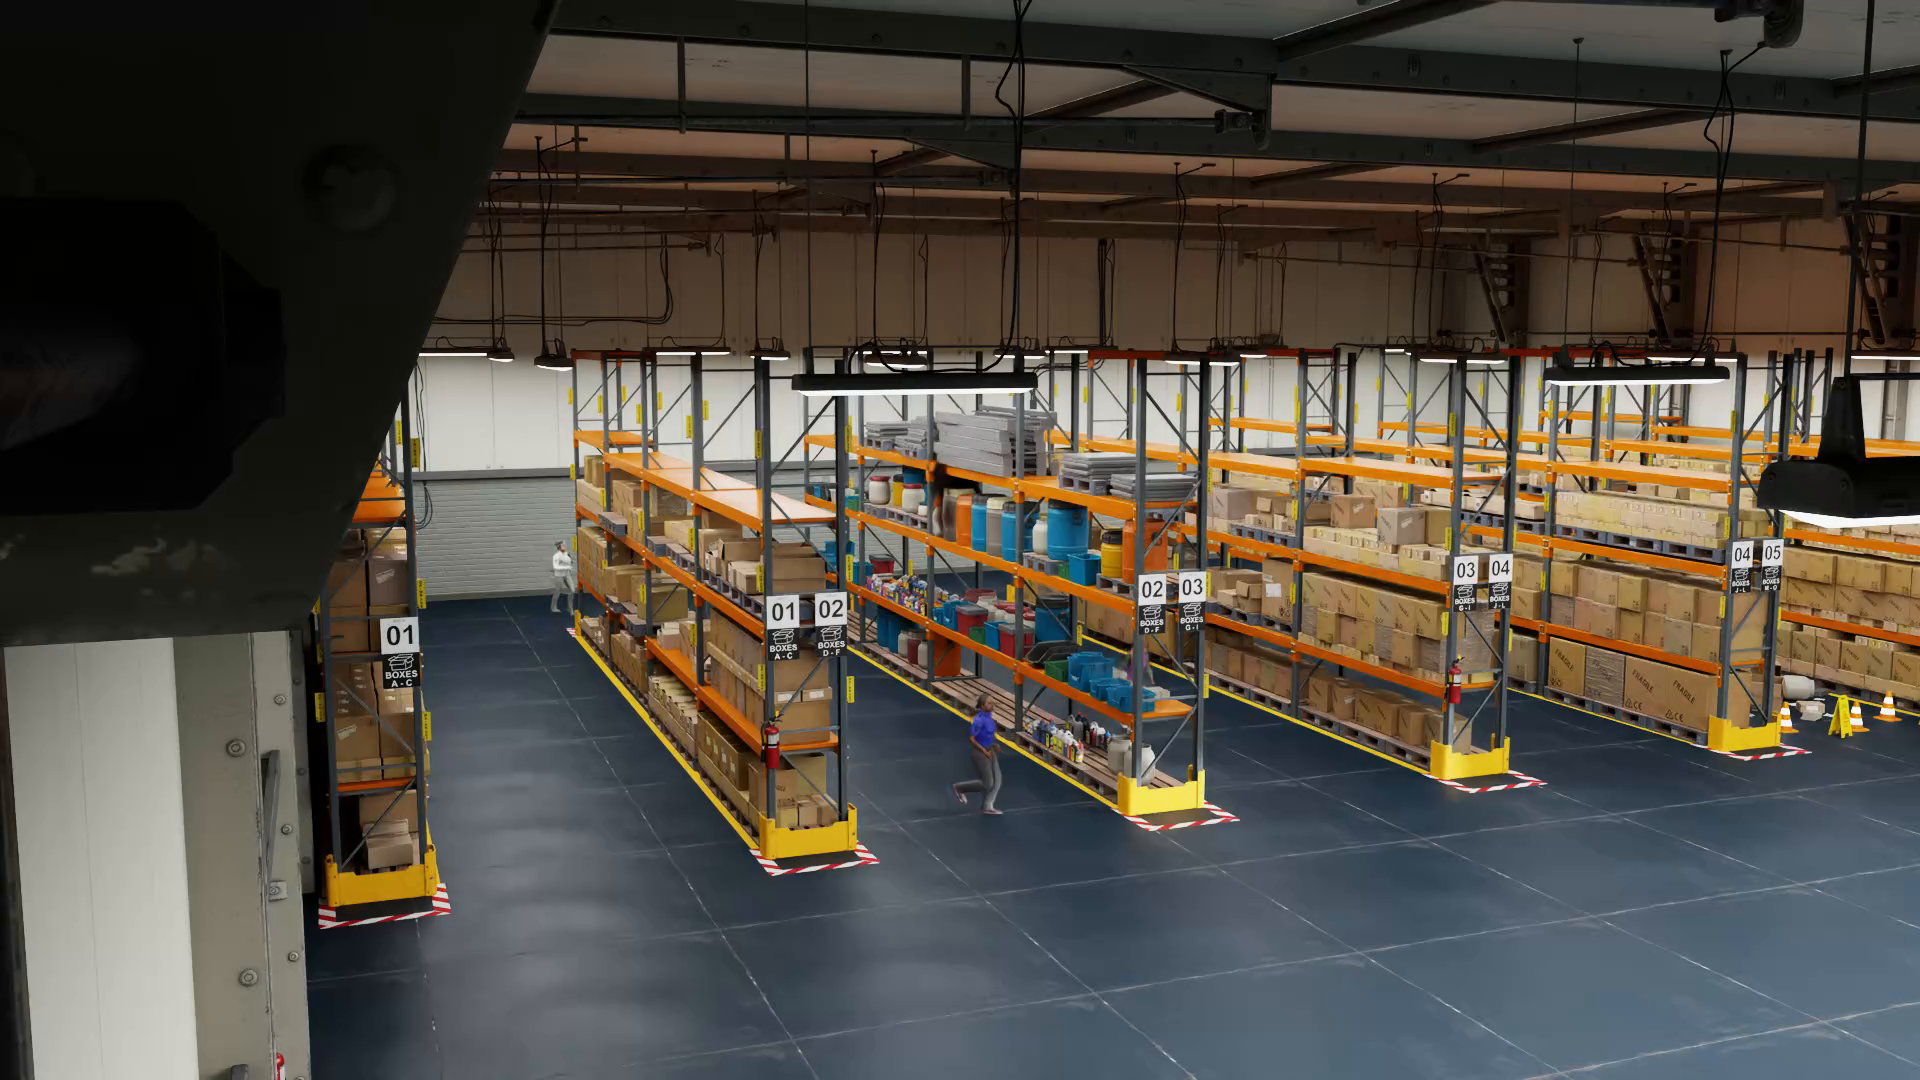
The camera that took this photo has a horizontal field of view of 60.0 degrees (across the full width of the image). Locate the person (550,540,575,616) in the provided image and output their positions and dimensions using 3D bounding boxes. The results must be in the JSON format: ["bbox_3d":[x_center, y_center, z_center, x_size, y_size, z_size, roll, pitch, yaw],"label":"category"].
[{"bbox_3d":[-8.947,0.849,37.354,0.726,1.742,0.608,4,8,31],"label":"person"}]

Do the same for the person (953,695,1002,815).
[{"bbox_3d":[0.254,2.830,21.933,0.653,1.596,0.587,3,8,19],"label":"person"}]

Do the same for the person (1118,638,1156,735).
[{"bbox_3d":[2.760,2.290,26.455,0.522,1.528,0.736,-3,8,-26],"label":"person"}]

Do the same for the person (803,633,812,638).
[{"bbox_3d":[-2.938,1.625,31.449,0.598,1.683,0.699,-3,8,-24],"label":"person"}]
